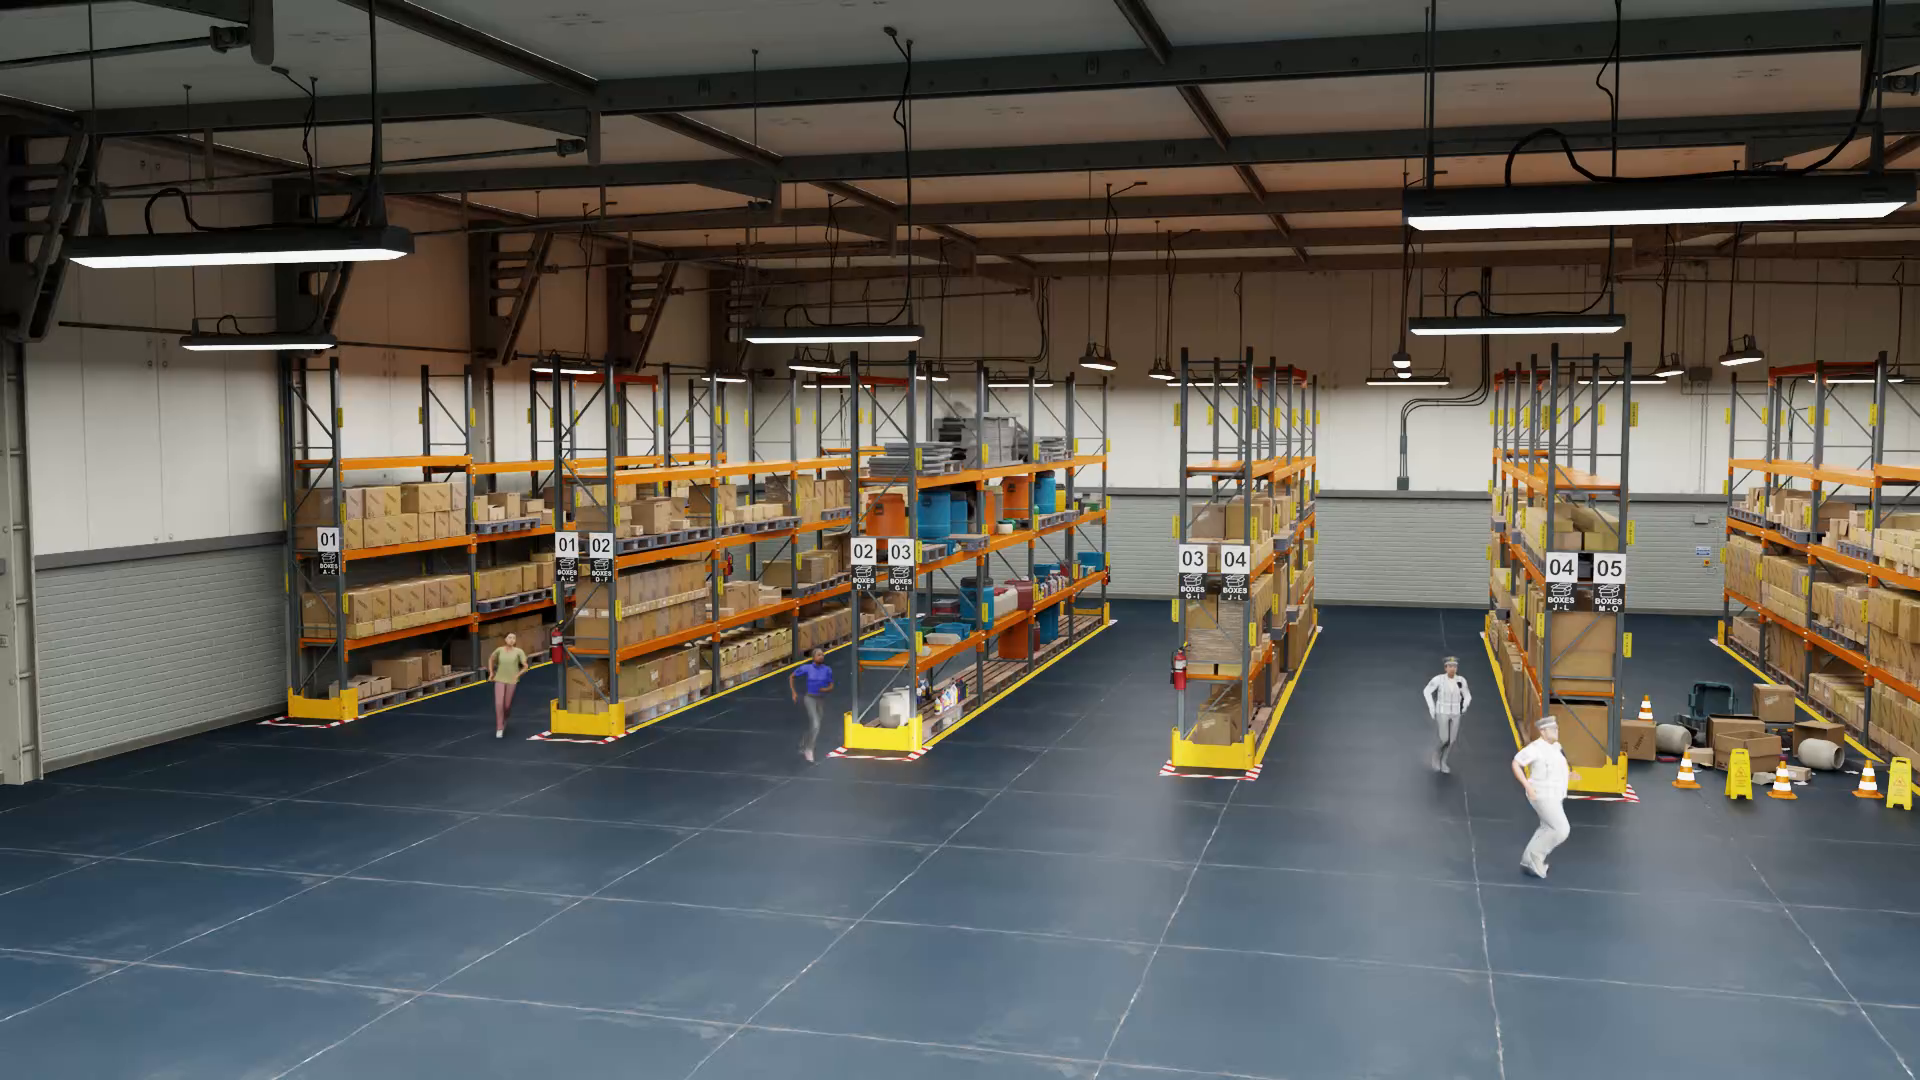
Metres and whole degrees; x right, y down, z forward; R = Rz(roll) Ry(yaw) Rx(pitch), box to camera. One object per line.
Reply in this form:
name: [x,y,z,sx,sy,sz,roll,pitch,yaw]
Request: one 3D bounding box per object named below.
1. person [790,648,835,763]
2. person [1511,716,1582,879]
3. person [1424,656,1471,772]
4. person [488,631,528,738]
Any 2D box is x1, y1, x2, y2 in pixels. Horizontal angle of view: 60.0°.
person: [-2.136,2.407,24.365,0.606,1.644,0.653,-3,5,-35]
person: [6.427,2.793,18.104,0.637,1.775,0.682,-4,6,-44]
person: [6.881,2.454,23.363,0.622,1.661,0.575,0,4,-1]
person: [-7.165,2.258,26.380,0.615,1.653,0.730,-1,4,-11]
